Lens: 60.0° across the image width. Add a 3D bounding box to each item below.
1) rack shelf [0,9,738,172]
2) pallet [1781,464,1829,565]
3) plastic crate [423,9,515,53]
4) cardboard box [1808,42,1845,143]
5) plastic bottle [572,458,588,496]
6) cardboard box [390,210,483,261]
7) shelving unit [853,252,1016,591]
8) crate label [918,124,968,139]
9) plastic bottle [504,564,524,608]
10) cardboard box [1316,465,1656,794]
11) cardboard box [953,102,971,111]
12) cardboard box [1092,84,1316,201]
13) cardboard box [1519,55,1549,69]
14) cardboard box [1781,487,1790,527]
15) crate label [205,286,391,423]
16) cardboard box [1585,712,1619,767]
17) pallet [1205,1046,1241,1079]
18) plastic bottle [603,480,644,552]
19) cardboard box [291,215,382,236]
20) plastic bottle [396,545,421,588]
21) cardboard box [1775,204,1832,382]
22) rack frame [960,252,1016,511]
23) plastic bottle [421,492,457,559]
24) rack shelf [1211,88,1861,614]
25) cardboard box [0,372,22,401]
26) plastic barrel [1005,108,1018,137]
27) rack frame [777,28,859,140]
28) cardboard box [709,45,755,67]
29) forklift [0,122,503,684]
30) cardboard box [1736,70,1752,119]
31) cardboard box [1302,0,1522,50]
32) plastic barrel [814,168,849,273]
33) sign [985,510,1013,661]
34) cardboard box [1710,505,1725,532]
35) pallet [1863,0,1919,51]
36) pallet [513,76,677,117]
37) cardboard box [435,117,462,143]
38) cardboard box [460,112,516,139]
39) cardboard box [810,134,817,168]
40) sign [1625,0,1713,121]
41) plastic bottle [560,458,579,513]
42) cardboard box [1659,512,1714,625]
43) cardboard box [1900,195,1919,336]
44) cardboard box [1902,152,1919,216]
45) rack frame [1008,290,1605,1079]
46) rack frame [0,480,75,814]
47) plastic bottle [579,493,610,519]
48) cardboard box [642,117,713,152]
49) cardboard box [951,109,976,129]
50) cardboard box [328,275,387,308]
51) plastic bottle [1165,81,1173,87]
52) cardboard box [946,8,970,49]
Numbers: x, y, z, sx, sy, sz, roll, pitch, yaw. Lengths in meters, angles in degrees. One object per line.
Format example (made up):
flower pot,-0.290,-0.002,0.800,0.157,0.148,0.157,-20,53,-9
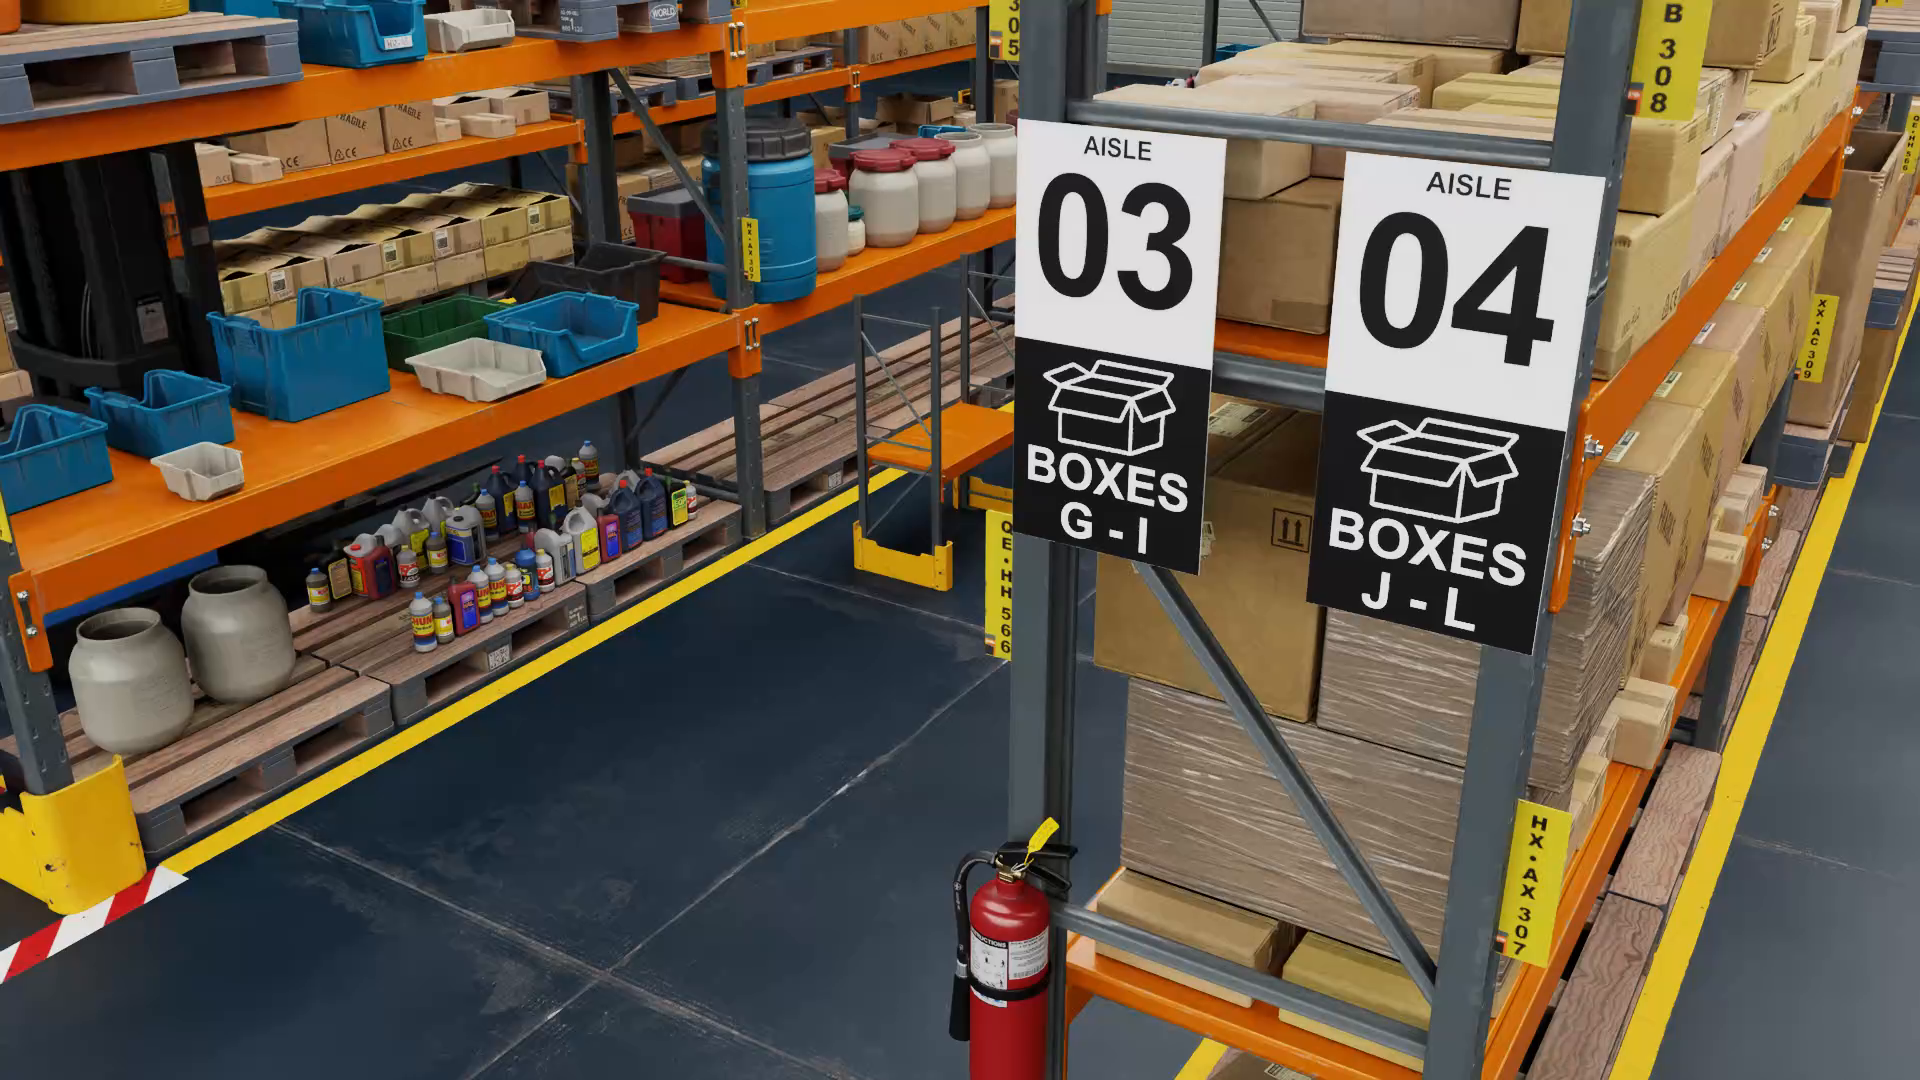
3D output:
rack shelf,-2.596,-1.862,6.904,1.077,0.370,4.000,14,27,29
pallet,4.364,-0.259,9.583,1.003,0.211,1.213,14,27,29
plastic crate,-2.044,-2.119,6.926,0.243,0.136,0.396,14,27,29
cardboard box,2.364,-1.377,5.069,0.500,0.250,0.500,15,27,30
plastic bottle,-2.135,-0.358,9.270,0.097,0.201,0.097,0,23,0
cardboard box,-4.241,-2.493,13.459,0.500,0.311,0.500,14,27,29
shelving unit,-0.040,-0.663,8.893,0.587,1.500,1.083,14,27,29
crate label,-0.185,-2.578,11.384,0.502,0.435,0.616,14,27,29
plastic bottle,-2.144,0.213,7.952,0.097,0.201,0.097,0,23,0
cardboard box,1.079,0.128,3.420,0.500,0.500,0.500,14,27,29
cardboard box,-0.209,-5.227,20.455,0.500,0.250,0.500,14,27,29
cardboard box,0.438,-0.752,3.123,0.380,0.149,0.250,14,27,29
cardboard box,1.315,-1.272,4.325,0.380,0.149,0.250,12,26,26
cardboard box,4.159,-0.437,9.076,0.700,0.500,0.500,11,26,25
crate label,-2.910,-0.834,7.357,0.502,0.435,0.616,14,27,29
cardboard box,1.564,0.544,4.535,0.380,0.149,0.250,14,27,29
pallet,1.056,1.885,4.630,1.003,0.211,1.213,14,27,29
plastic bottle,-1.737,-0.134,8.564,0.144,0.351,0.185,12,26,26
cardboard box,-4.974,-2.428,13.310,0.500,0.311,0.500,13,27,28
plastic bottle,-2.709,0.124,8.156,0.097,0.201,0.097,0,23,0
cardboard box,2.664,-0.884,5.757,0.500,0.500,0.500,14,27,29
rack frame,0.223,-0.831,9.282,0.500,1.500,0.032,14,27,29
plastic bottle,-2.643,-0.084,8.448,0.144,0.351,0.185,14,27,29
rack shelf,1.612,-0.824,4.507,1.077,0.370,4.000,14,27,29
cardboard box,-6.329,-0.919,10.531,0.500,0.250,0.500,14,27,29
plastic barrel,0.582,-2.683,11.500,0.600,0.536,0.708,14,27,29
rack frame,-1.527,-5.230,17.554,1.000,3.000,0.127,14,27,29
cardboard box,-2.406,-4.859,16.044,0.700,0.500,0.500,7,24,16
forklift,-3.822,-1.207,8.349,1.130,2.935,3.031,15,28,31
cardboard box,1.614,-1.069,3.855,0.380,0.149,0.250,13,26,27
cardboard box,1.160,-1.467,3.957,0.500,0.500,0.500,14,27,29
plastic barrel,-0.850,-1.829,9.529,0.433,0.535,0.433,0,23,0
sign,0.096,0.098,3.392,0.100,0.325,0.005,14,27,29
cardboard box,2.481,-0.049,5.903,0.380,0.149,0.250,14,27,29
pallet,3.628,-2.279,7.200,1.213,0.211,1.003,14,27,29
pallet,-3.339,-4.035,15.036,1.213,0.211,1.003,14,27,29
cardboard box,-4.262,-3.322,13.464,0.380,0.149,0.250,16,28,33
cardboard box,-3.877,-3.403,13.651,0.380,0.149,0.250,14,27,29
cardboard box,-1.812,-3.893,17.059,0.500,0.500,0.500,14,27,29
sign,1.018,-0.766,2.368,0.100,0.325,0.005,14,27,29
plastic bottle,-2.138,-0.293,9.016,0.061,0.283,0.133,14,27,29
cardboard box,1.905,-0.144,5.308,0.875,0.500,0.500,14,27,29
cardboard box,6.566,-2.150,12.586,1.225,0.875,0.875,14,27,29
cardboard box,6.067,-2.472,11.058,0.500,0.500,0.500,14,27,29
rack frame,0.557,0.898,3.400,1.000,3.000,0.127,14,27,29
rack frame,-3.651,-0.140,5.798,1.000,3.000,0.127,14,27,29
plastic bottle,-1.876,-0.122,8.631,0.152,0.276,0.135,14,27,29
cardboard box,-2.781,-4.009,16.384,0.500,0.250,0.500,13,27,28
cardboard box,-0.021,-4.970,19.862,0.500,0.250,0.500,14,27,29
cardboard box,-4.782,-1.892,12.778,0.500,0.250,0.500,13,27,27
plastic bottle,1.834,-3.898,14.640,0.097,0.271,0.097,0,23,0
cardboard box,-0.226,-5.904,18.987,0.500,0.500,0.500,13,27,28
